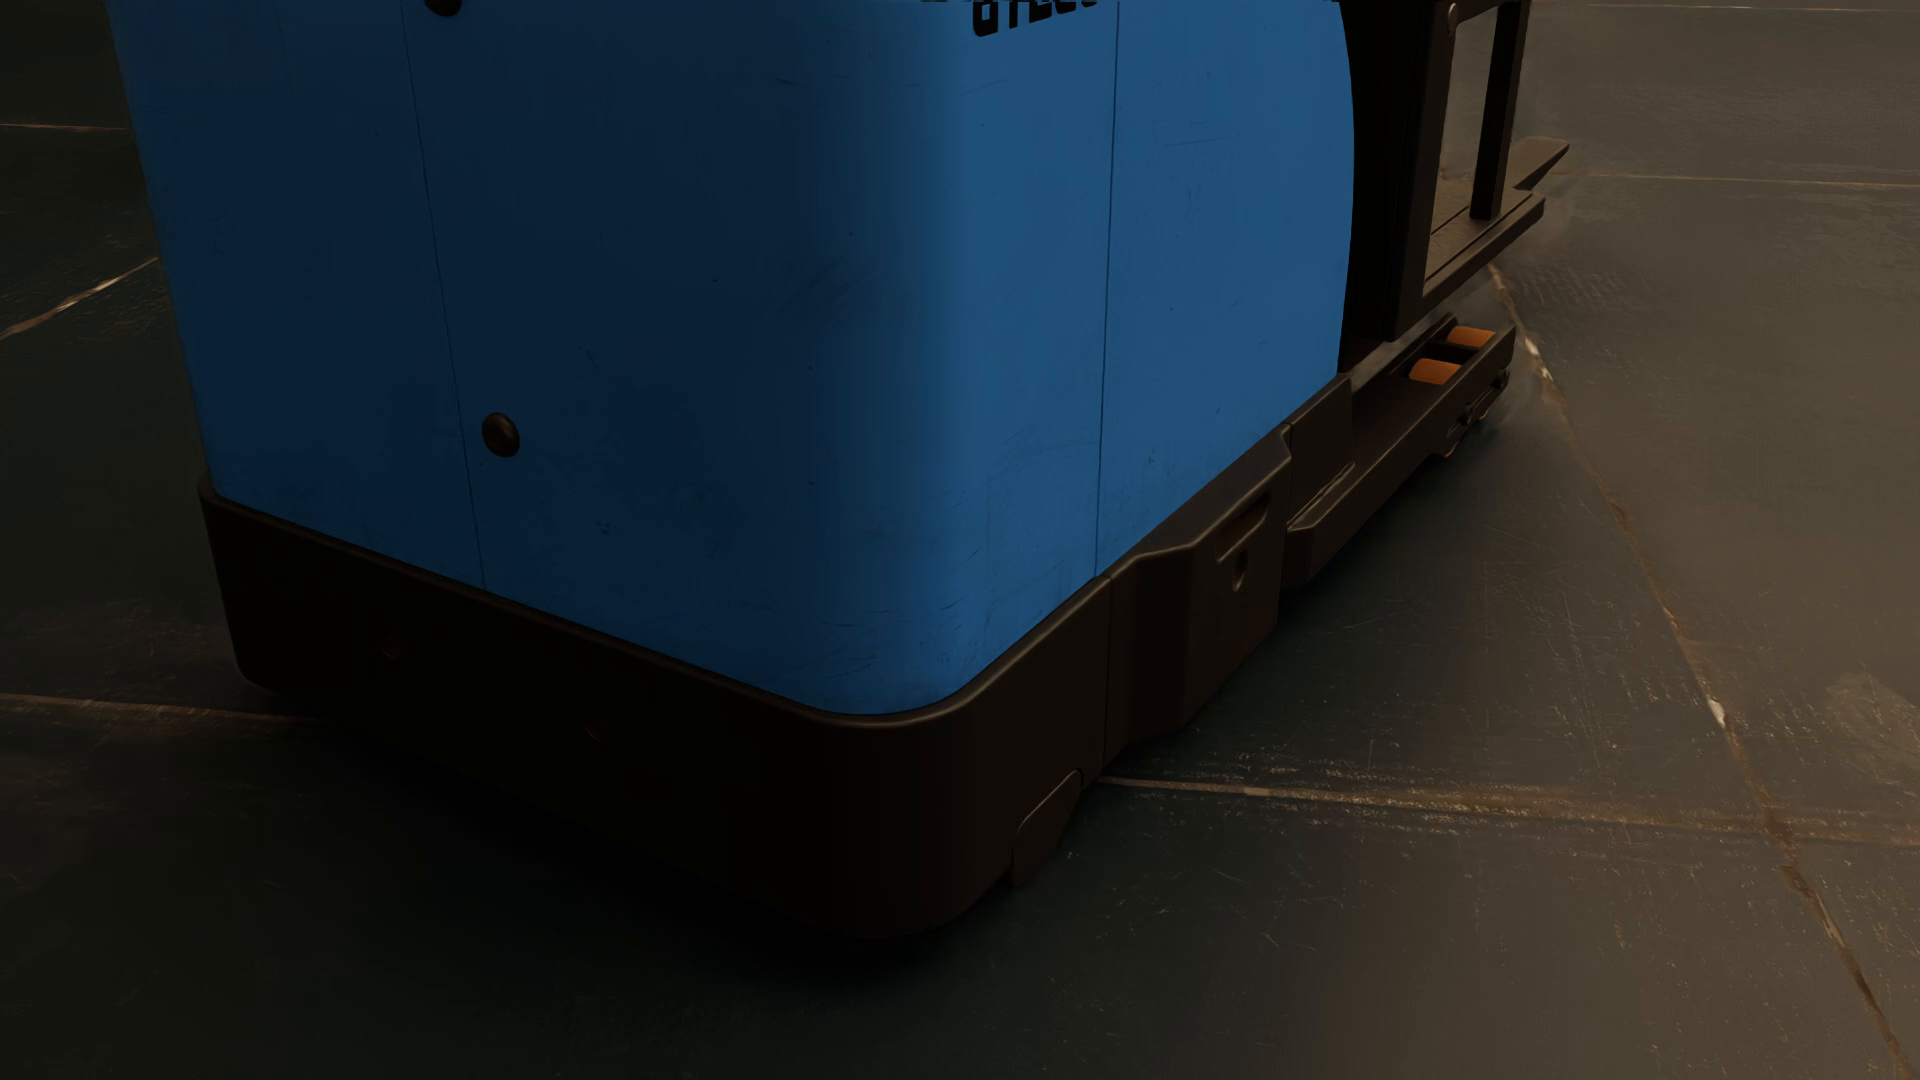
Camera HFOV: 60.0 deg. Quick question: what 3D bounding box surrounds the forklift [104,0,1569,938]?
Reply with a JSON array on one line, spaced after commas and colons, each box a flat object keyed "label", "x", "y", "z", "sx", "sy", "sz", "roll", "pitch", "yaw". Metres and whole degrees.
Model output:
[{"label": "forklift", "x": 0.317, "y": -1.547, "z": 2.317, "sx": 1.130, "sy": 2.935, "sz": 3.031, "roll": 16, "pitch": 31, "yaw": 28}]
